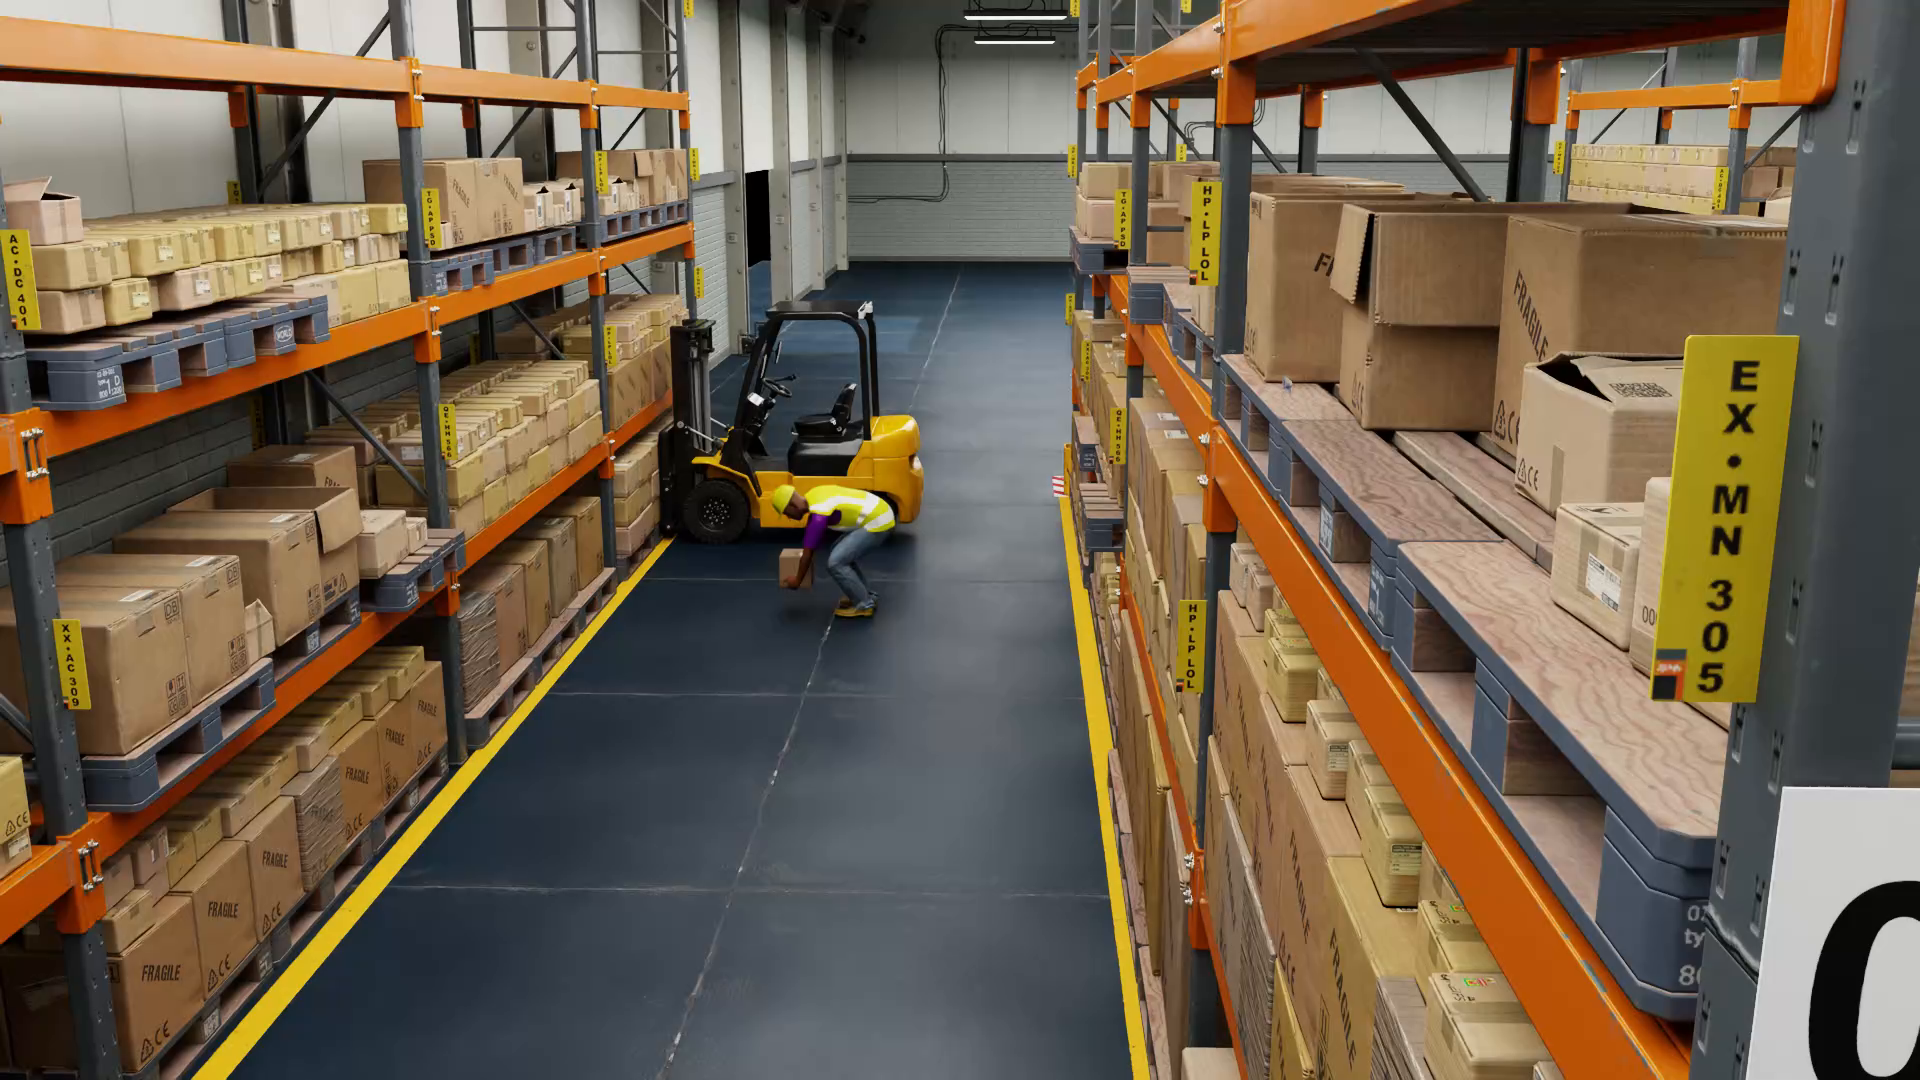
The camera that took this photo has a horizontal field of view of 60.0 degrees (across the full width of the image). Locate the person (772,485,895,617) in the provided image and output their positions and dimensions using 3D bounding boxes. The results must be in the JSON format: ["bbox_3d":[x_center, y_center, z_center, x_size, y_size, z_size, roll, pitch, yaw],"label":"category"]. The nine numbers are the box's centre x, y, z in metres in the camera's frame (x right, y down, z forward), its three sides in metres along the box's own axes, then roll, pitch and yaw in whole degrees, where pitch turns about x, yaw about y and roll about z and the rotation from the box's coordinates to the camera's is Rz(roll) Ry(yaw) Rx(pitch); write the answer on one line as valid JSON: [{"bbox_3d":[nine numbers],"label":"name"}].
[{"bbox_3d":[-0.994,0.072,13.174,0.966,1.042,0.517,0,14,-1],"label":"person"}]
